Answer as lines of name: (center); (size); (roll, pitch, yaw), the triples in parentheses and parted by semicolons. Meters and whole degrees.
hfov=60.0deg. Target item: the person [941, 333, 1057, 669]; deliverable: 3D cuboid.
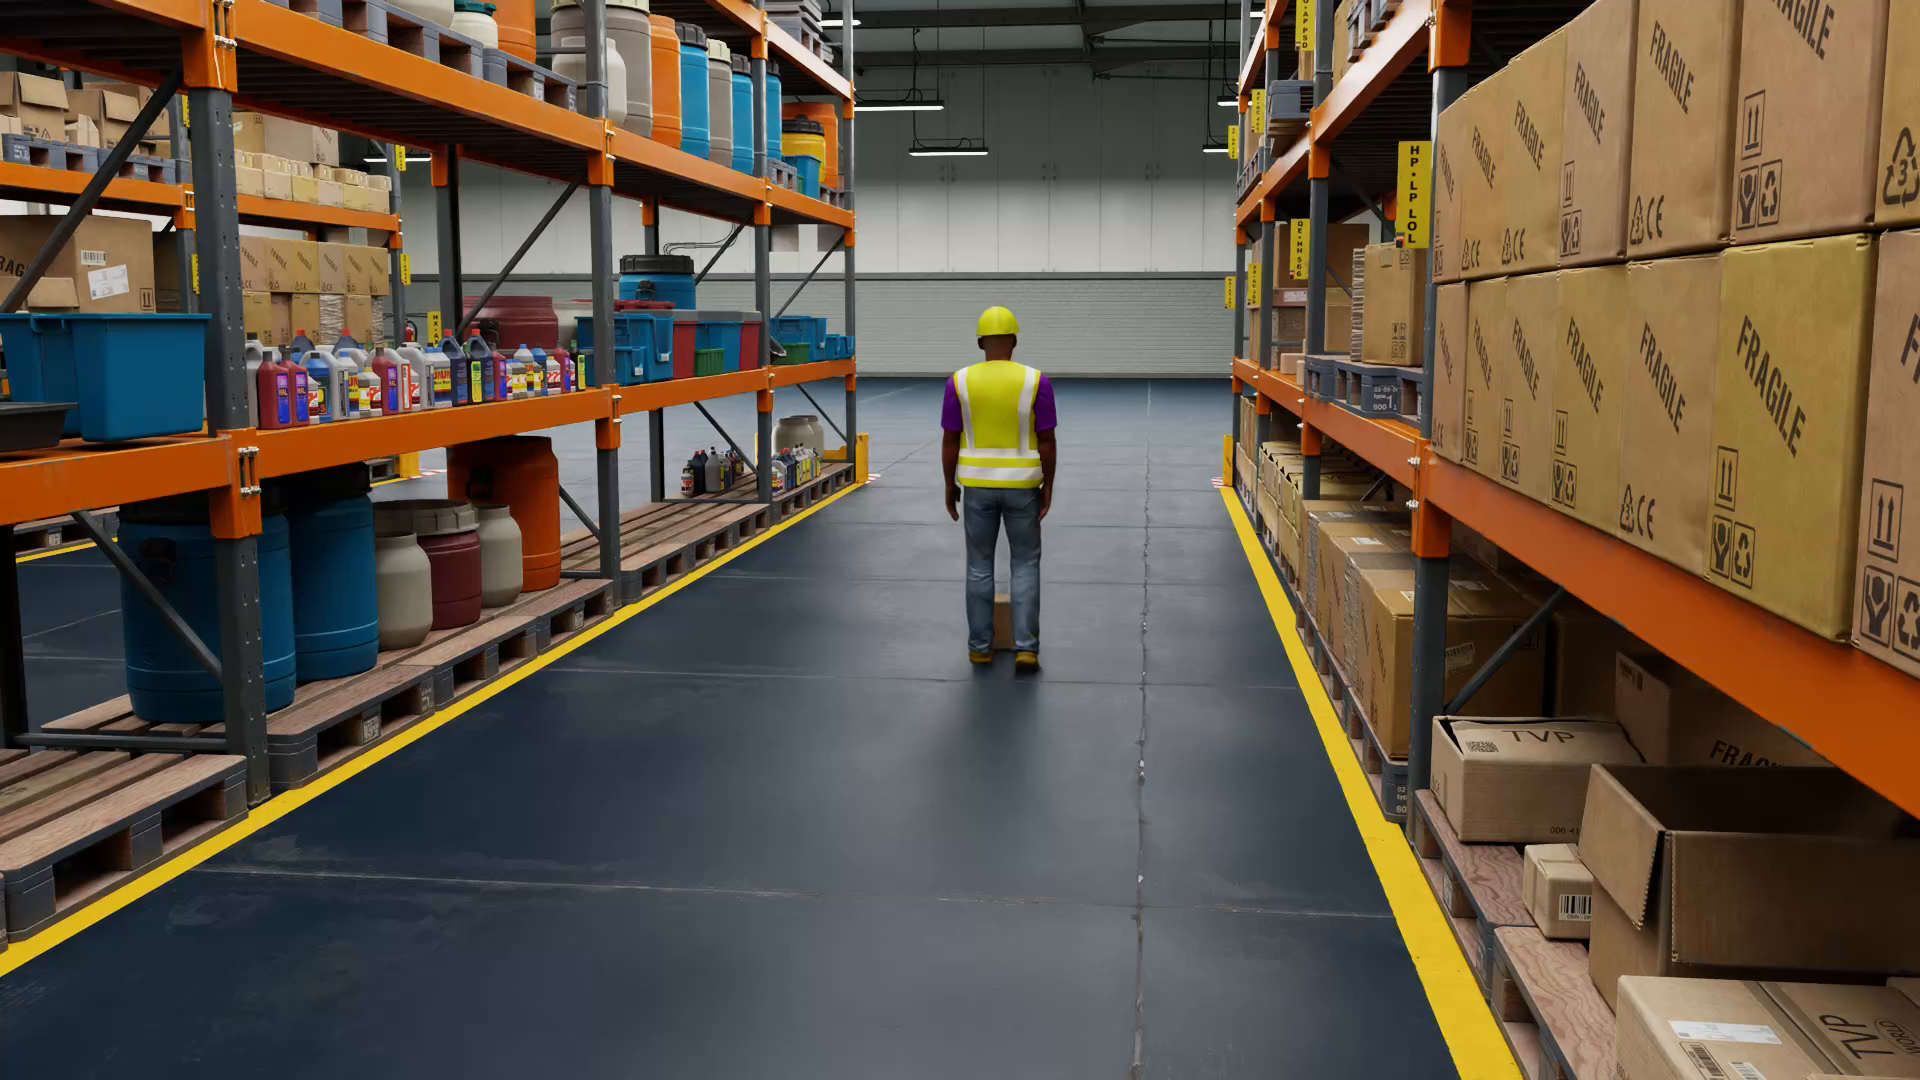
person: (0.195, -0.202, 8.190); (0.570, 1.810, 0.490); (1, 8, 7)
